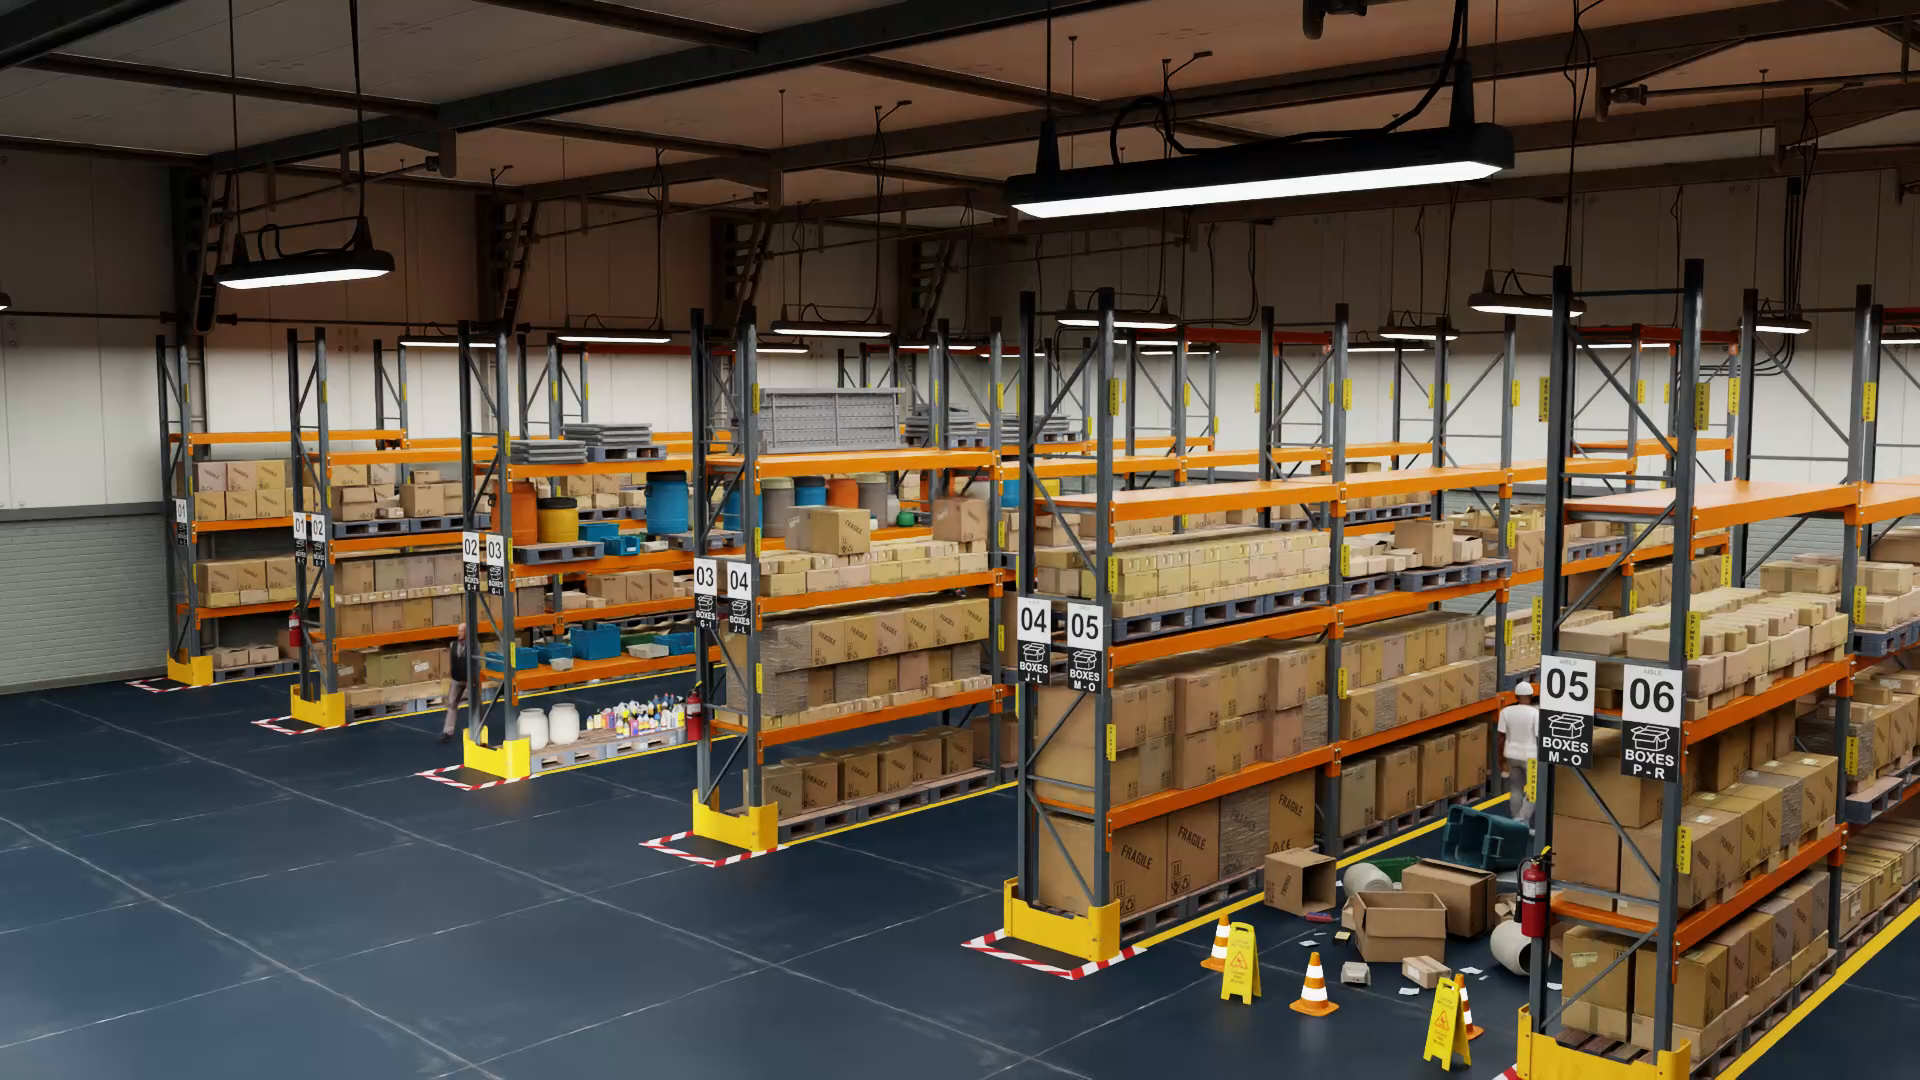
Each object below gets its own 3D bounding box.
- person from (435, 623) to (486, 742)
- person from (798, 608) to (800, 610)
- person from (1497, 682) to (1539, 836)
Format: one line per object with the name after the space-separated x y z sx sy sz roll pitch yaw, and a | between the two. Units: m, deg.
-7.204 2.035 24.148 0.561 1.670 0.959 1 5 8 | person
-2.777 1.708 27.870 0.483 1.671 0.463 5 7 42 | person
6.435 2.506 19.048 0.594 1.765 0.548 5 7 43 | person
